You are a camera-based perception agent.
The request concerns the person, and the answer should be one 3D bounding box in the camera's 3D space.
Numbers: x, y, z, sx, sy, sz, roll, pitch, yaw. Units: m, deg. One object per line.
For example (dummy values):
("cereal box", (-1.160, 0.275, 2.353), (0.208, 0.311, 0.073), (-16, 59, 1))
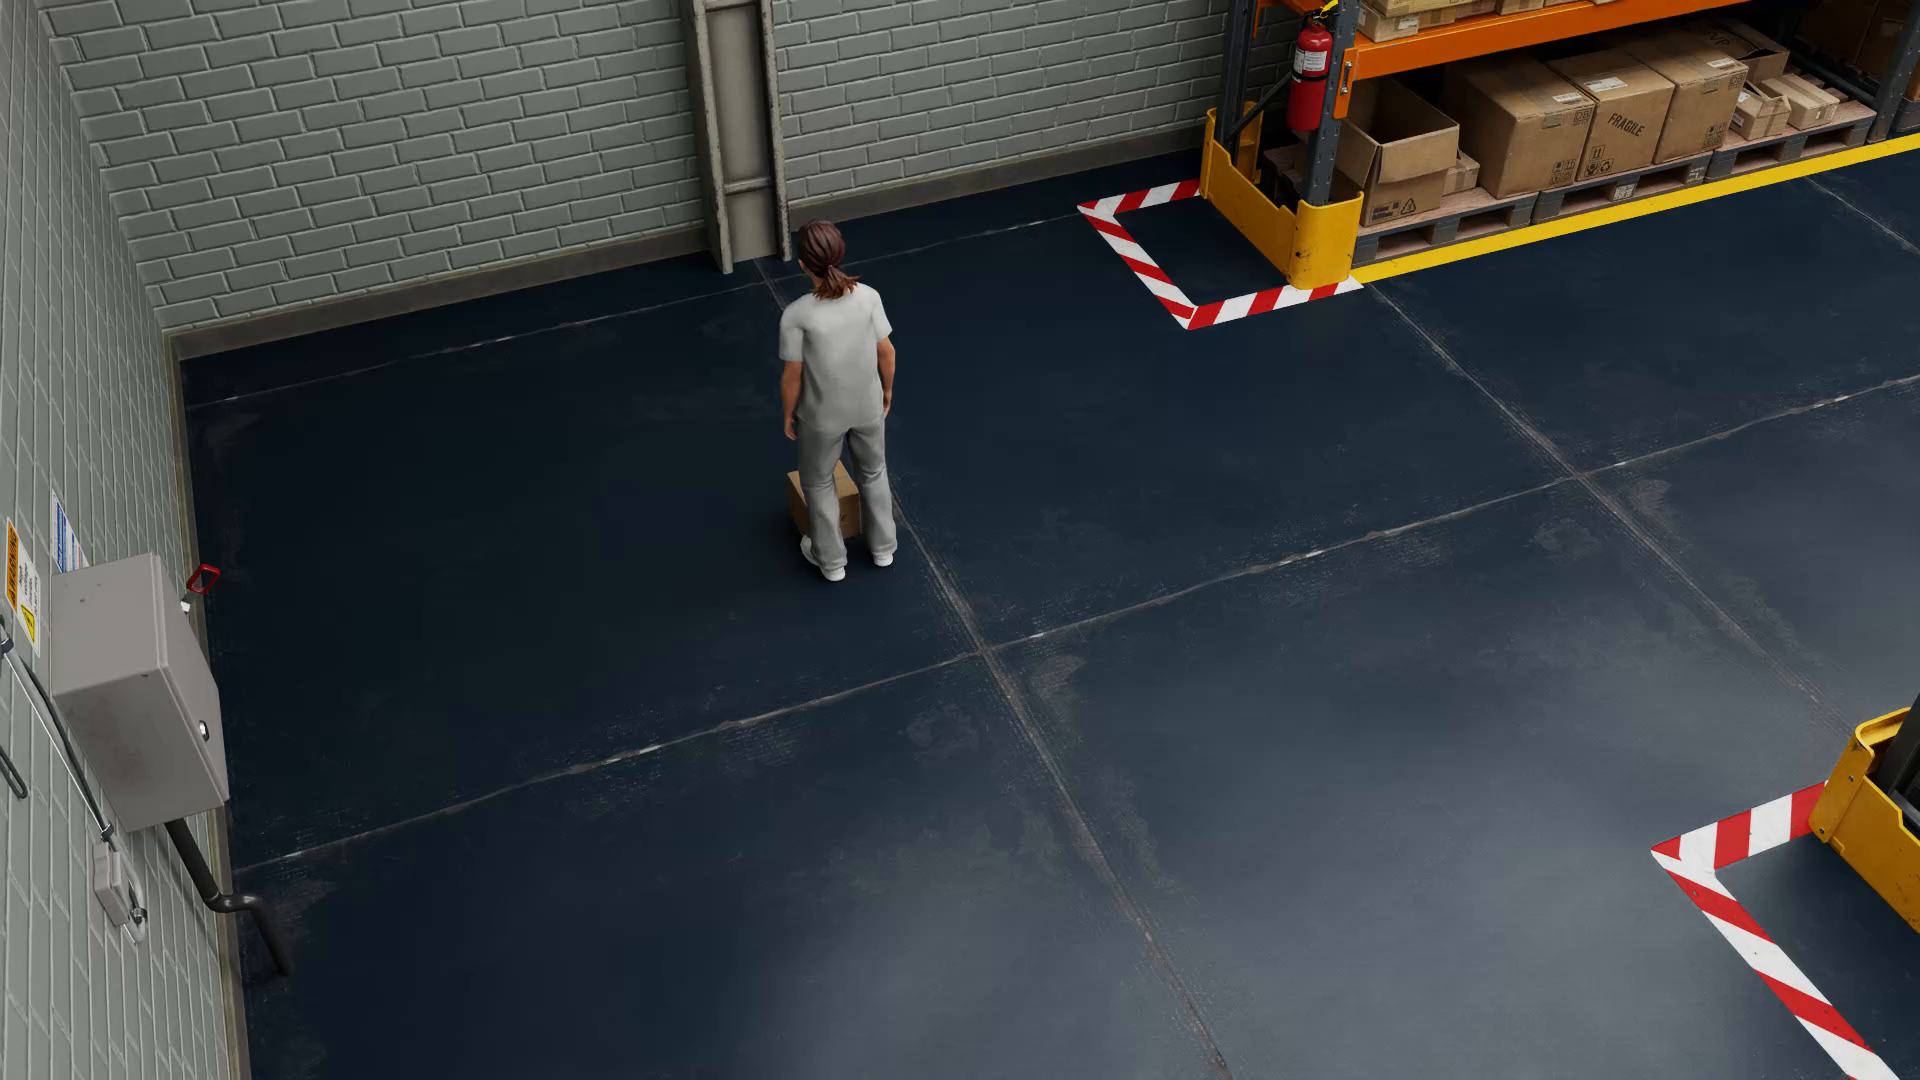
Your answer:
("person", (-0.495, -0.539, 6.762), (0.485, 1.672, 0.359), (-16, 44, -17))
